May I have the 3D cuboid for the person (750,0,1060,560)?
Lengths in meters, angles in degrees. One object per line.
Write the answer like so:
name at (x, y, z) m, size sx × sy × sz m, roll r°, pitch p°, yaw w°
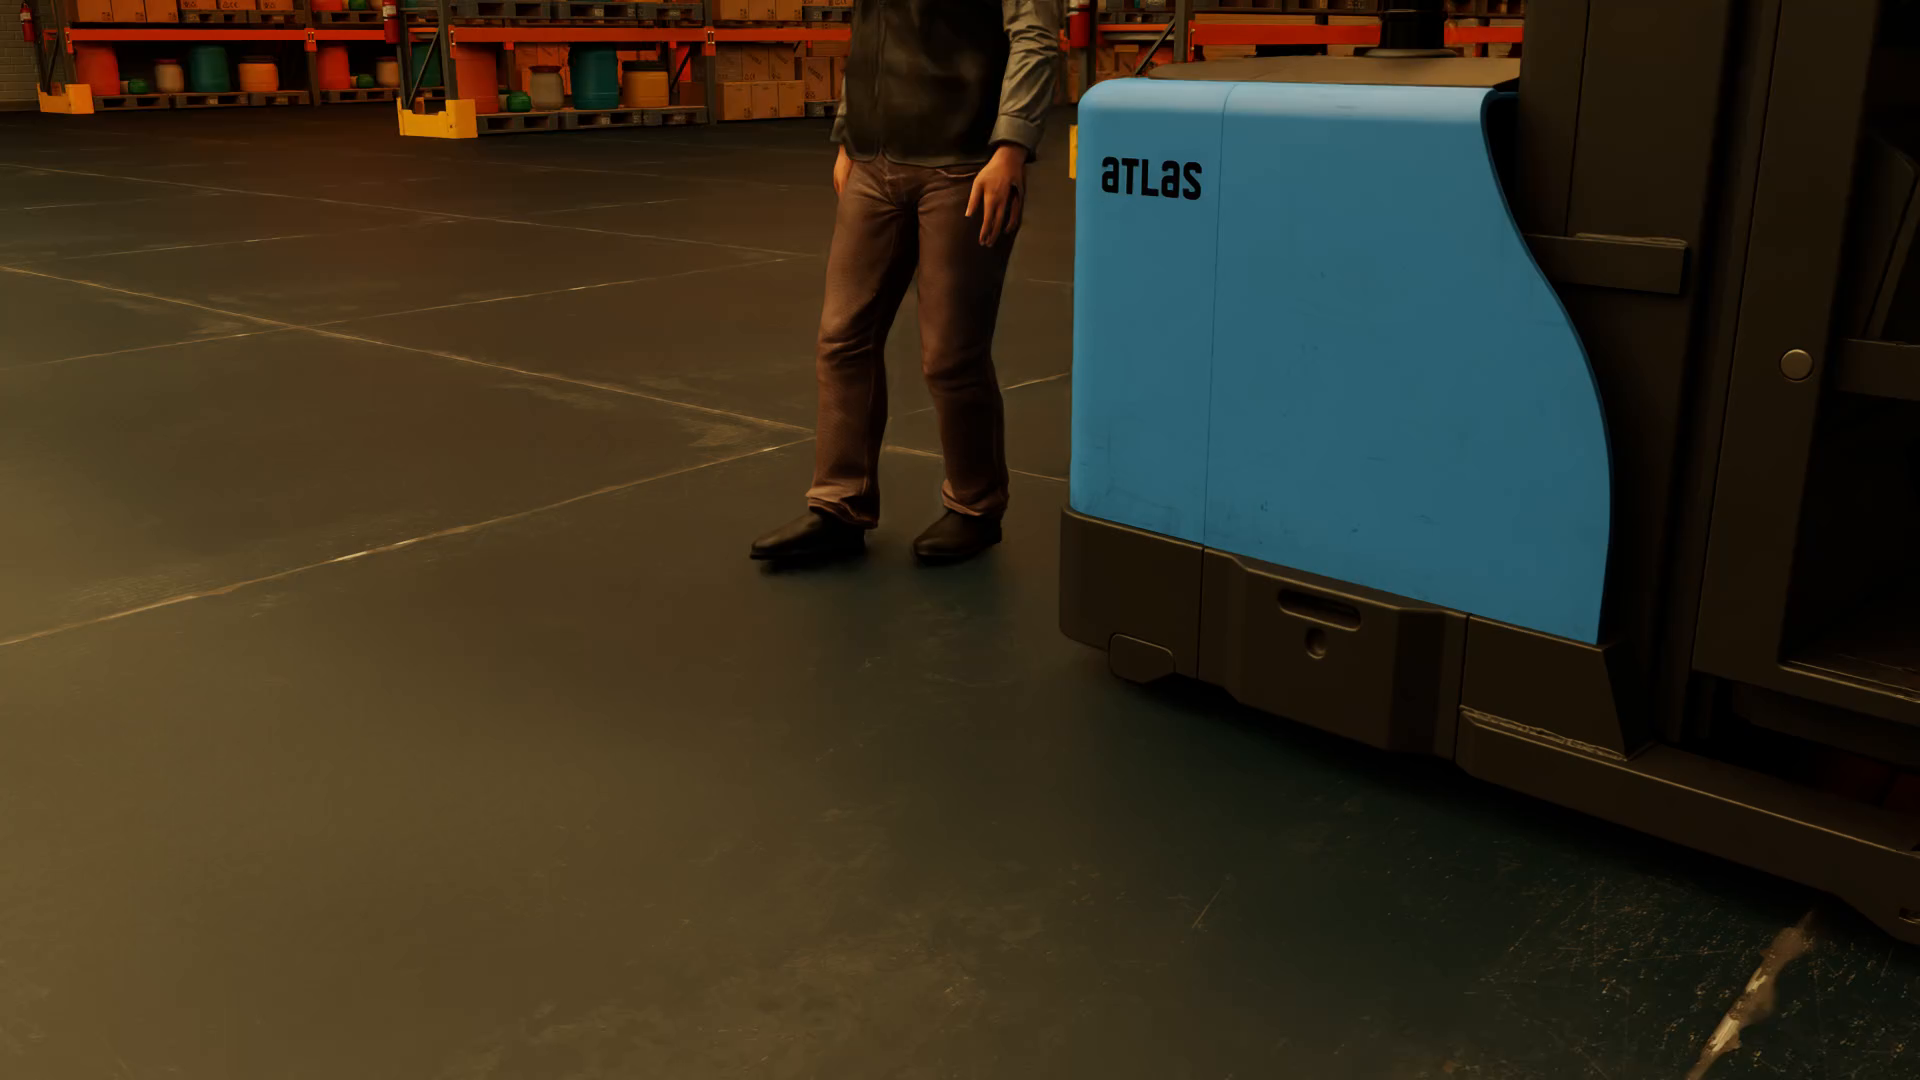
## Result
person at (-0.115, -0.720, 3.560) m, size 0.686 × 1.617 × 0.601 m, roll 15°, pitch 22°, yaw 40°

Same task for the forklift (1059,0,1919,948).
forklift at (1.590, -0.967, 2.081) m, size 3.031 × 2.935 × 1.130 m, roll 16°, pitch 23°, yaw 42°
